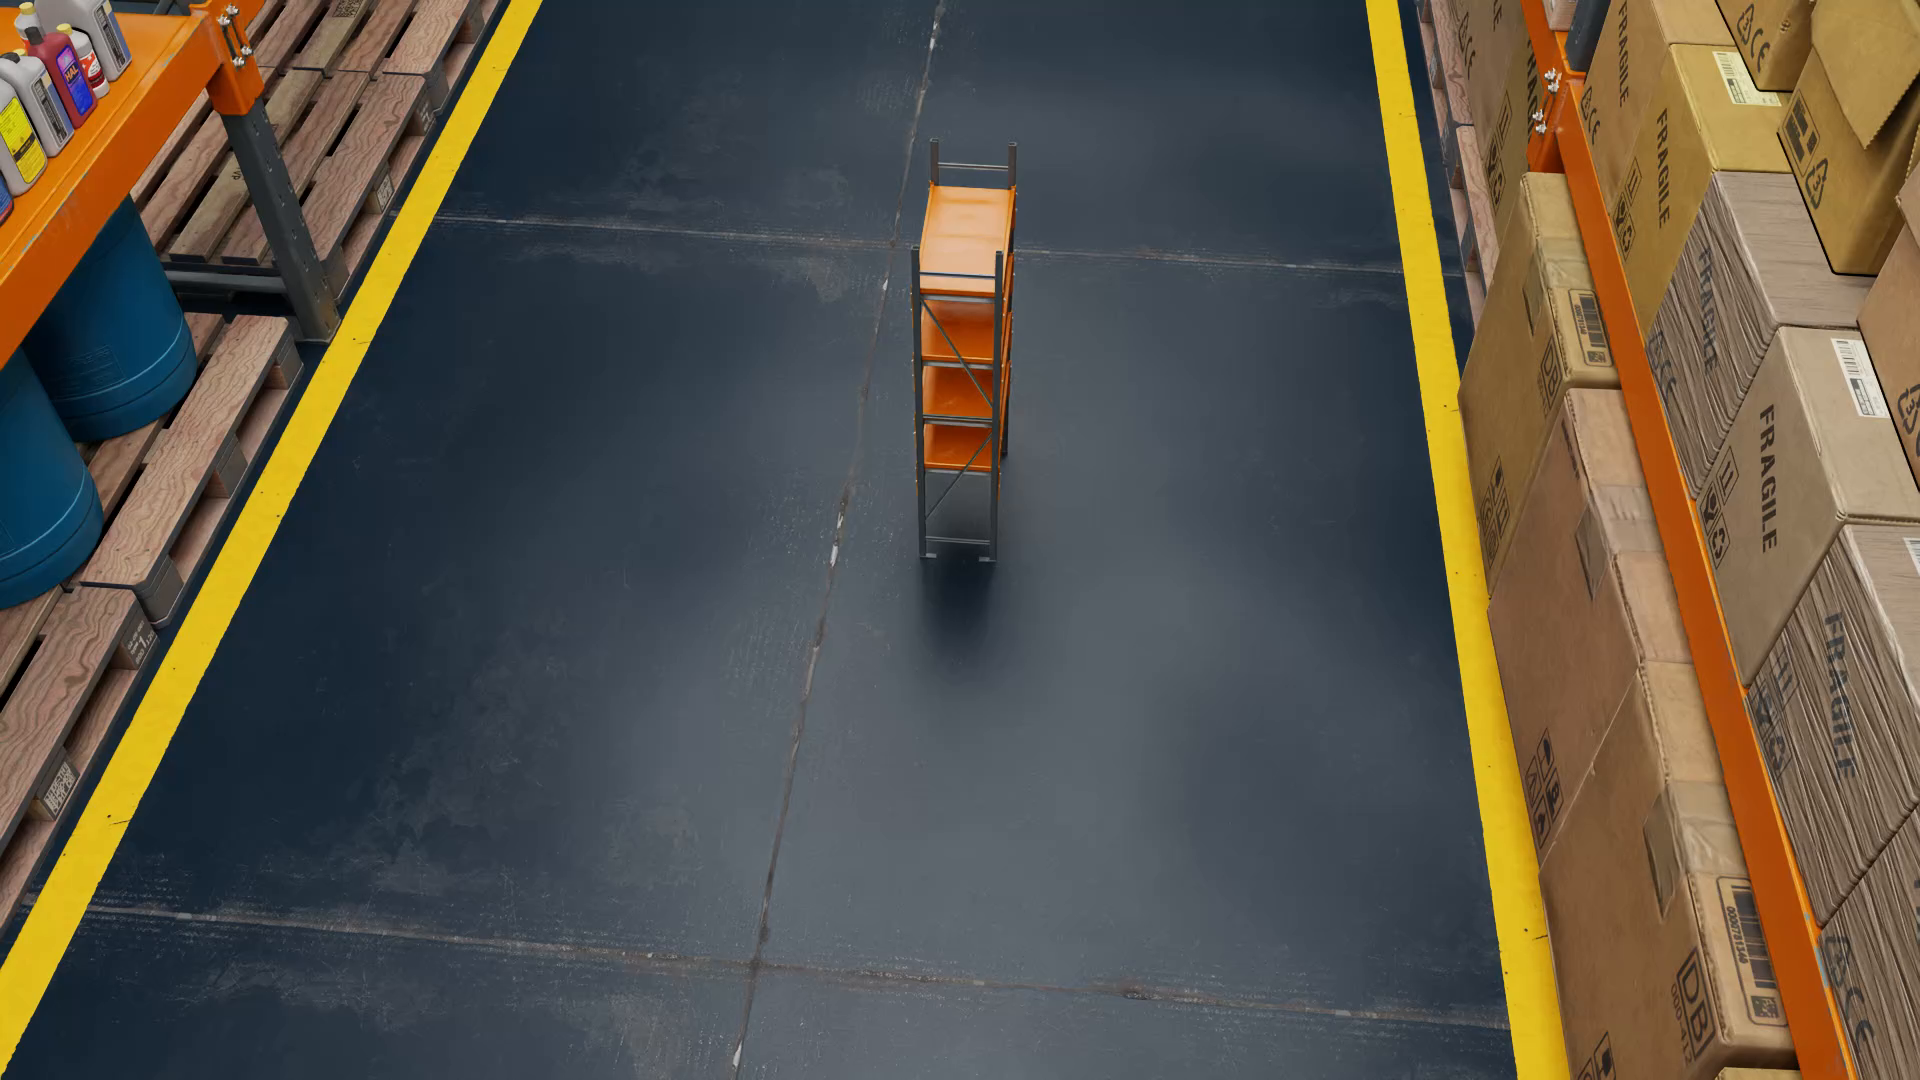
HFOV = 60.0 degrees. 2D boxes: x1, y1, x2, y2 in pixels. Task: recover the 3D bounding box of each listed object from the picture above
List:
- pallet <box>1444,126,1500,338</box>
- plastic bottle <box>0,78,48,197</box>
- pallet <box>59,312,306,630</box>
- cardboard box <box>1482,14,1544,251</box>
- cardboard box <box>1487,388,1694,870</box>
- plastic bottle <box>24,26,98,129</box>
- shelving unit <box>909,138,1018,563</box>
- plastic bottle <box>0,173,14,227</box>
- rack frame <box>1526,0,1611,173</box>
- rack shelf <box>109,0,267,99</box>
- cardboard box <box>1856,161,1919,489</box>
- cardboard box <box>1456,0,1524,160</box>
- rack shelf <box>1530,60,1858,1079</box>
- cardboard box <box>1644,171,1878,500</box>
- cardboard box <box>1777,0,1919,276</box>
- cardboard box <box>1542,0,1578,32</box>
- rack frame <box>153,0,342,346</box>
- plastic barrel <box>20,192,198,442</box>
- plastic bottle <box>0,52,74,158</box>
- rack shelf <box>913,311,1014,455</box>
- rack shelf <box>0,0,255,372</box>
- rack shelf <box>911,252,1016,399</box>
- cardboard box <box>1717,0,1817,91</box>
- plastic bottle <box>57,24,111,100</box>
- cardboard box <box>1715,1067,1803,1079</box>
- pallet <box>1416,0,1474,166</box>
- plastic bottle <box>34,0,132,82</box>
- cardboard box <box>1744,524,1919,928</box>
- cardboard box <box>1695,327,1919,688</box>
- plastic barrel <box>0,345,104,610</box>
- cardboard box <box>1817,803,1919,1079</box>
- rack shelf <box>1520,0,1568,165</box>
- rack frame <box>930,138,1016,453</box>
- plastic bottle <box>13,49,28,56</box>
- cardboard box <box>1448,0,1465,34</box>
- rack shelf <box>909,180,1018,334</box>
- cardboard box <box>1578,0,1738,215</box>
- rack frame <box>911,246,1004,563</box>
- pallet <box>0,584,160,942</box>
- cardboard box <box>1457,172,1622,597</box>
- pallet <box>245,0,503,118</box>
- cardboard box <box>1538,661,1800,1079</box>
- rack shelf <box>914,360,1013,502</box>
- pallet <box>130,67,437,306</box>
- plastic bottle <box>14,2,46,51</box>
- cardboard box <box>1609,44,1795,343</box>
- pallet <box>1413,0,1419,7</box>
[{"bbox_3d":[2.361,-1.059,6.076,1.003,0.211,1.213,4,48,4],"label":"pallet"},{"bbox_3d":[-2.476,-1.066,4.225,0.144,0.351,0.185,4,48,4],"label":"plastic bottle"},{"bbox_3d":[-2.830,-0.274,5.358,1.003,0.211,1.213,4,48,4],"label":"pallet"},{"bbox_3d":[2.354,-1.351,5.608,0.875,0.875,0.875,4,48,4],"label":"cardboard box"},{"bbox_3d":[2.095,0.257,4.137,1.225,0.875,0.875,2,48,2],"label":"cardboard box"},{"bbox_3d":[-2.408,-1.256,4.445,0.061,0.283,0.133,4,48,4],"label":"plastic bottle"},{"bbox_3d":[0.015,-0.527,4.918,0.258,1.200,0.503,4,48,4],"label":"shelving unit"},{"bbox_3d":[-2.493,-0.930,4.101,0.144,0.351,0.185,4,48,4],"label":"plastic bottle"},{"bbox_3d":[2.214,-1.447,4.540,1.000,3.000,0.127,4,48,4],"label":"rack frame"},{"bbox_3d":[-2.536,-3.007,6.455,1.077,0.370,4.000,4,48,4],"label":"rack shelf"},{"bbox_3d":[2.049,-0.388,2.824,0.797,0.503,0.637,5,48,5],"label":"cardboard box"},{"bbox_3d":[2.436,-2.012,6.213,0.875,0.875,0.875,4,48,4],"label":"cardboard box"},{"bbox_3d":[2.032,0.266,3.462,1.077,0.370,4.000,4,48,4],"label":"rack shelf"},{"bbox_3d":[1.832,-0.422,3.535,0.500,0.500,0.500,3,48,3],"label":"cardboard box"},{"bbox_3d":[2.090,-0.846,3.243,0.797,0.503,0.637,4,48,4],"label":"cardboard box"},{"bbox_3d":[1.916,-1.608,4.858,0.380,0.149,0.250,4,48,4],"label":"cardboard box"},{"bbox_3d":[-2.718,-1.780,4.845,1.000,3.000,0.127,4,48,4],"label":"rack frame"},{"bbox_3d":[-2.785,-0.815,5.100,0.600,0.901,0.708,4,48,4],"label":"plastic barrel"},{"bbox_3d":[-2.466,-1.158,4.361,0.152,0.276,0.135,4,48,4],"label":"plastic bottle"},{"bbox_3d":[0.015,-0.481,4.968,0.258,0.148,0.480,4,48,4],"label":"rack shelf"},{"bbox_3d":[-2.901,-0.067,3.766,1.077,0.370,4.000,4,48,4],"label":"rack shelf"},{"bbox_3d":[0.015,-0.632,4.803,0.258,0.148,0.480,4,48,4],"label":"rack shelf"},{"bbox_3d":[2.164,-1.349,3.704,0.797,0.503,0.637,3,48,3],"label":"cardboard box"},{"bbox_3d":[-2.416,-1.314,4.554,0.097,0.201,0.097,0,48,0],"label":"plastic bottle"},{"bbox_3d":[1.933,1.562,2.944,1.225,0.875,0.875,2,48,2],"label":"cardboard box"},{"bbox_3d":[2.470,-1.958,6.898,1.003,0.211,1.213,4,48,4],"label":"pallet"},{"bbox_3d":[-2.432,-1.427,4.606,0.152,0.276,0.135,4,48,4],"label":"plastic bottle"},{"bbox_3d":[1.743,0.332,2.846,0.500,0.500,0.500,2,48,2],"label":"cardboard box"},{"bbox_3d":[1.790,-0.042,3.188,0.500,0.500,0.500,5,48,4],"label":"cardboard box"},{"bbox_3d":[-2.849,-0.294,4.624,0.600,0.901,0.708,4,48,4],"label":"plastic barrel"},{"bbox_3d":[1.699,0.714,2.497,0.500,0.500,0.500,3,48,3],"label":"cardboard box"},{"bbox_3d":[2.396,-2.674,6.150,1.077,0.370,4.000,4,48,4],"label":"rack shelf"},{"bbox_3d":[0.037,-0.706,5.082,0.240,1.200,0.015,4,48,4],"label":"rack frame"},{"bbox_3d":[-2.488,-1.220,4.468,0.097,0.201,0.097,0,48,0],"label":"plastic bottle"},{"bbox_3d":[2.517,-2.666,6.811,0.875,0.875,0.875,4,48,4],"label":"cardboard box"},{"bbox_3d":[0.015,-0.792,4.629,0.258,0.148,0.480,4,48,4],"label":"rack shelf"},{"bbox_3d":[1.923,-1.159,4.210,0.500,0.500,0.500,4,48,4],"label":"cardboard box"},{"bbox_3d":[-0.007,-0.347,4.755,0.240,1.200,0.015,4,48,4],"label":"rack frame"},{"bbox_3d":[-2.939,0.624,4.536,1.003,0.211,1.213,4,48,4],"label":"pallet"},{"bbox_3d":[2.176,-0.400,4.738,1.225,0.875,0.875,4,48,4],"label":"cardboard box"},{"bbox_3d":[-2.581,-2.281,7.193,1.003,0.211,1.213,4,48,4],"label":"pallet"},{"bbox_3d":[2.022,0.908,3.542,1.225,0.875,0.875,4,48,4],"label":"cardboard box"},{"bbox_3d":[0.015,-0.347,5.115,0.258,0.148,0.480,4,48,4],"label":"rack shelf"},{"bbox_3d":[-2.690,-1.382,6.371,1.003,0.211,1.213,4,48,4],"label":"pallet"},{"bbox_3d":[-2.558,-1.396,4.629,0.097,0.201,0.097,0,48,0],"label":"plastic bottle"},{"bbox_3d":[1.878,-0.790,3.872,0.500,0.500,0.500,4,48,4],"label":"cardboard box"},{"bbox_3d":[2.584,-2.852,7.716,1.003,0.211,1.213,4,48,4],"label":"pallet"}]
